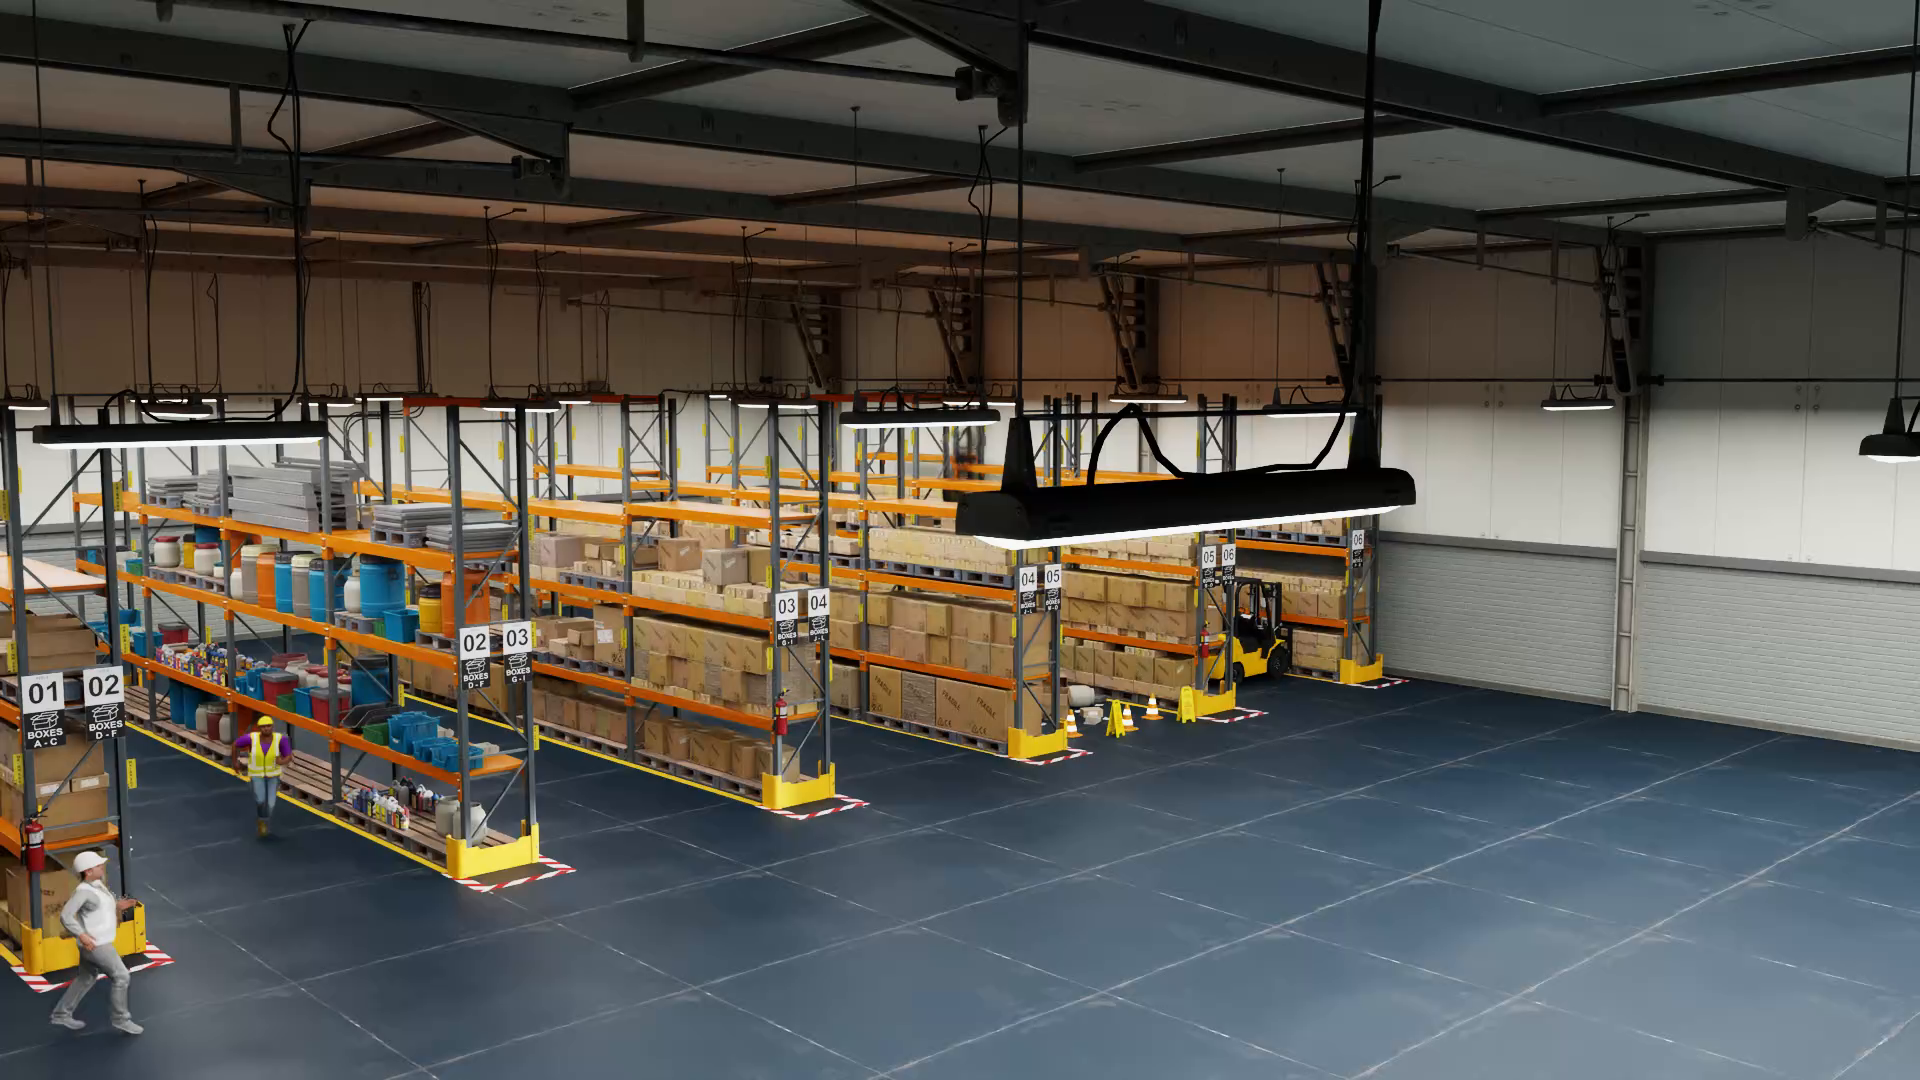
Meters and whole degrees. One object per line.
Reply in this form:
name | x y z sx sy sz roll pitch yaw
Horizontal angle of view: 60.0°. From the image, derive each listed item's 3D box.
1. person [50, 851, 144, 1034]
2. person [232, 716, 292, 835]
person | -8.347 3.895 16.010 0.795 1.826 0.632 -3 6 -27
person | -9.568 3.251 22.841 0.744 1.707 0.752 -3 6 -28
